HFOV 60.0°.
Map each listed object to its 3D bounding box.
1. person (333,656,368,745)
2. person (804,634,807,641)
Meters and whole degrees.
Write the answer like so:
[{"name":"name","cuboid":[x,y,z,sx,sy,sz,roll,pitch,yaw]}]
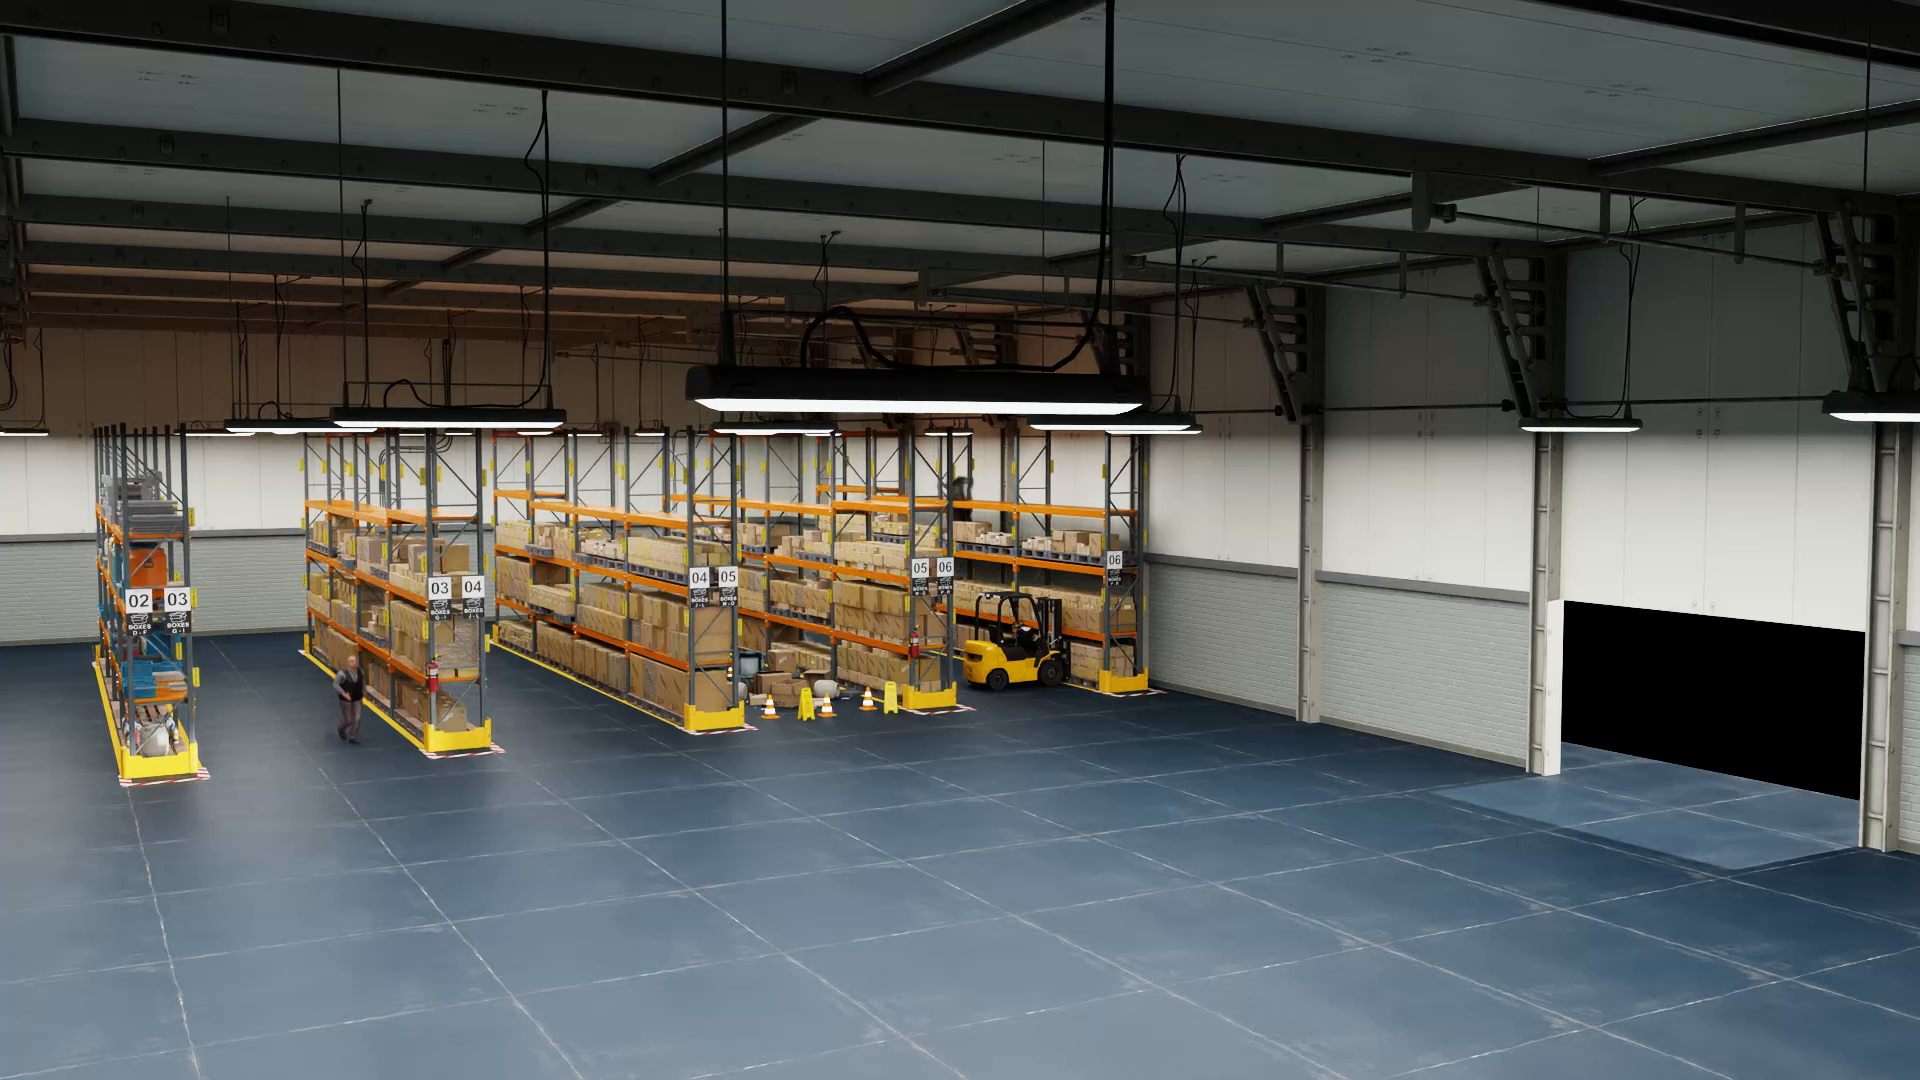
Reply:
[{"name":"person","cuboid":[-11.495,3.005,31.306,0.658,1.672,0.680,-3,5,-42]},{"name":"person","cuboid":[-4.423,2.217,45.899,0.531,1.460,0.958,-1,4,-17]}]
